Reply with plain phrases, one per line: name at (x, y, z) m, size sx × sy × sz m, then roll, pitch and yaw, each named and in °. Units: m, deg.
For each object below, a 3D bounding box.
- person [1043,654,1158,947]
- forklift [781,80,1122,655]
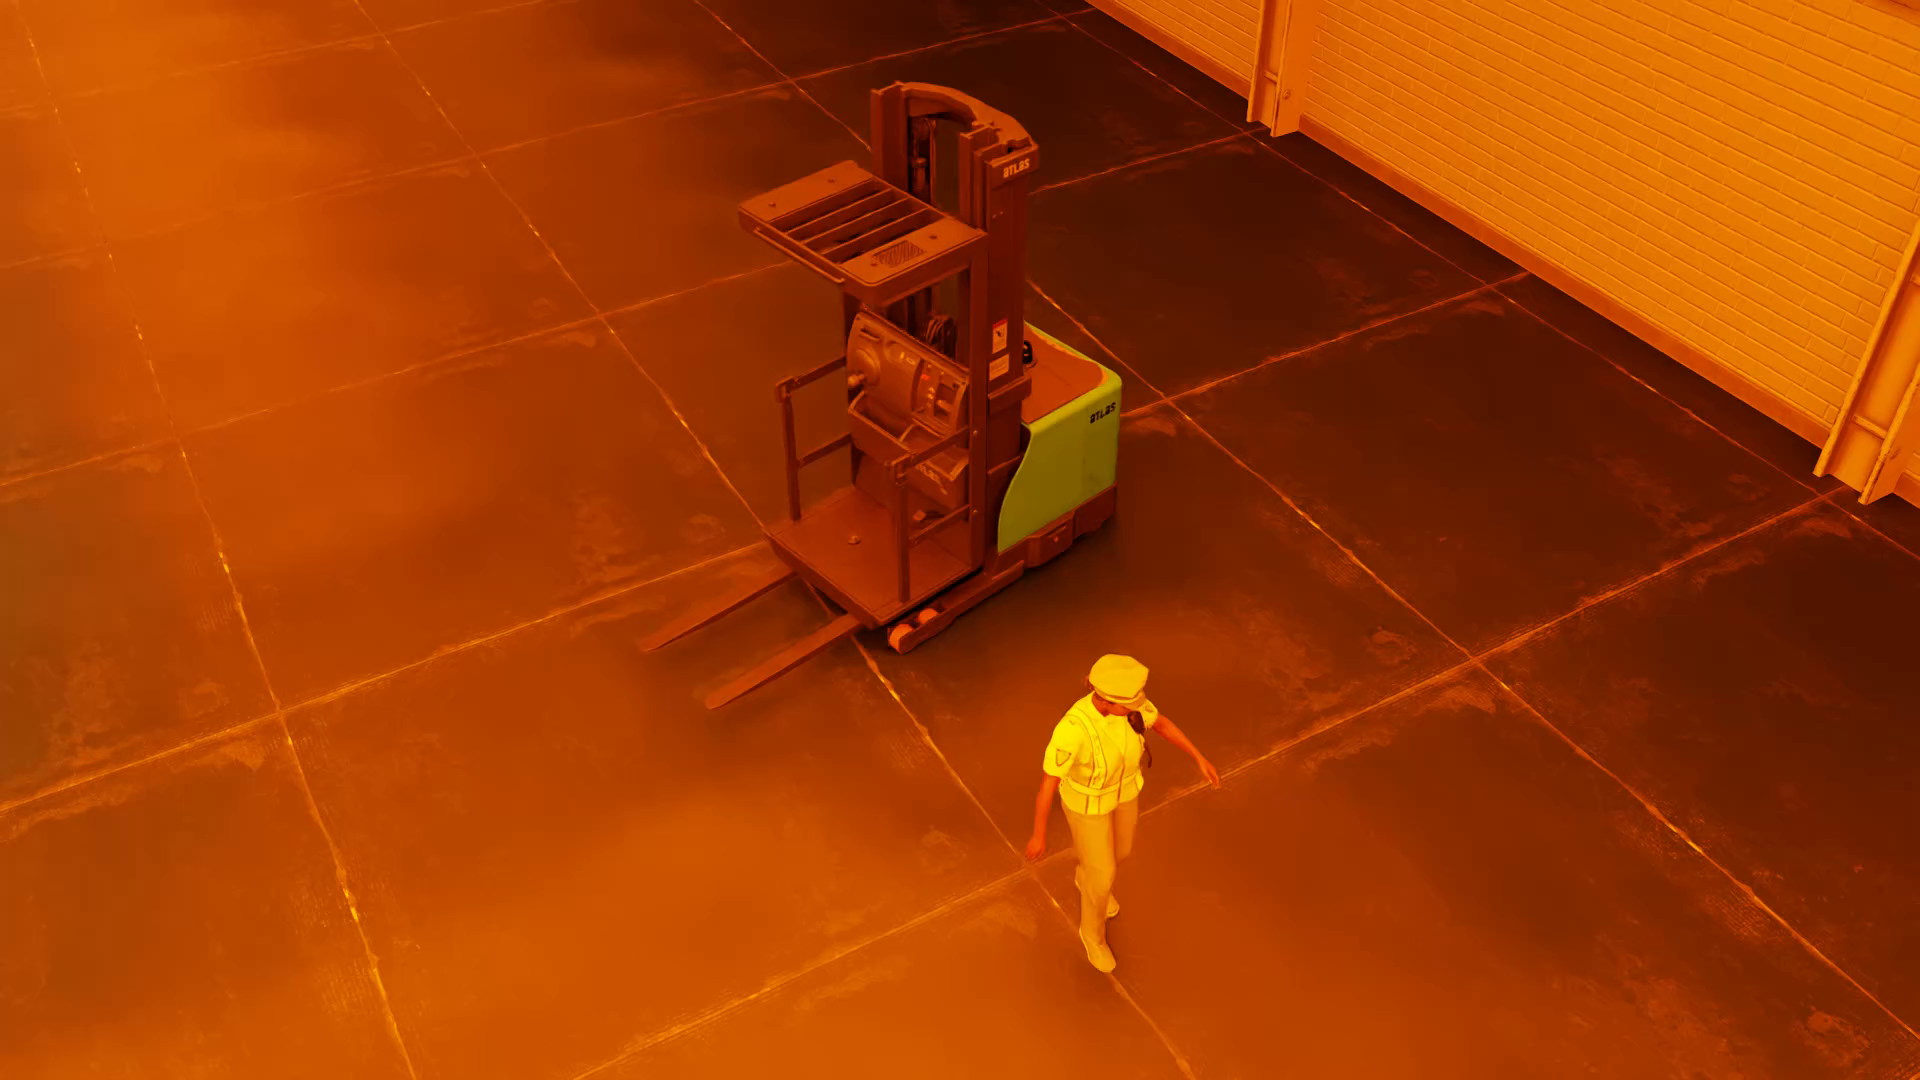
person at (0.669, 1.171, 7.587) m, size 0.617 × 1.565 × 0.442 m, roll -25°, pitch 46°, yaw -27°
forklift at (-0.451, -0.858, 9.071) m, size 3.031 × 2.935 × 1.130 m, roll -30°, pitch 48°, yaw -31°
